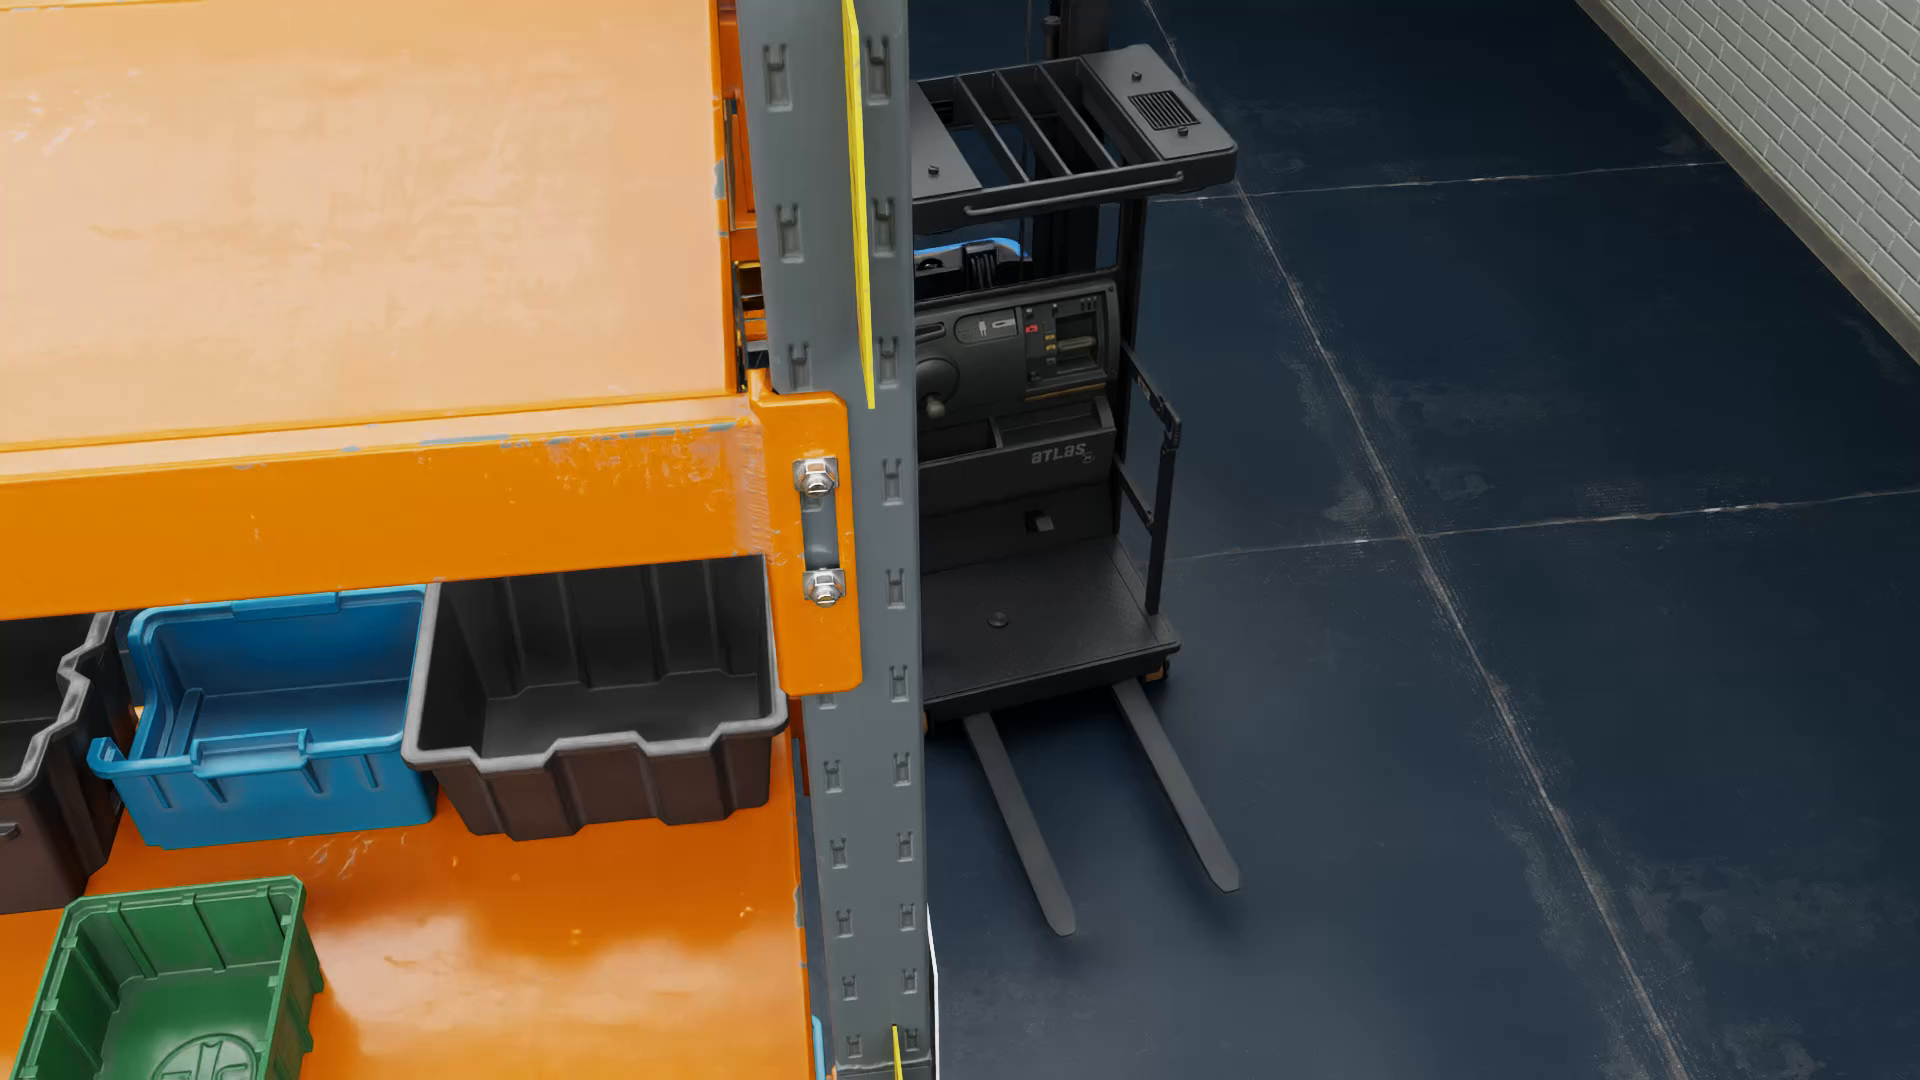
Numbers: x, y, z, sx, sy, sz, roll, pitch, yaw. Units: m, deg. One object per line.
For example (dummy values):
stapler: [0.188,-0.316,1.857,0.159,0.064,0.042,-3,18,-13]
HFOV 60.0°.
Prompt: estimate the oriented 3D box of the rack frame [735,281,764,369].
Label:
rack frame: [-0.852,-0.682,7.447,0.200,1.050,0.008,-7,33,-7]

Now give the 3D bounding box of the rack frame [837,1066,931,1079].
rack frame: [-0.165,1.486,3.578,0.127,3.000,1.000,-5,42,-6]

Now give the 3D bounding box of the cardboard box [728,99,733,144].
cardboard box: [-1.278,-1.978,7.343,0.500,0.500,0.500,-4,42,-5]

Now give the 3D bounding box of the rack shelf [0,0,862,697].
rack shelf: [-2.148,-0.152,1.751,4.000,0.370,1.077,-5,42,-6]

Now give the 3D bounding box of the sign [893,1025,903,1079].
sign: [-0.078,0.775,2.205,0.005,0.325,0.100,-5,42,-6]

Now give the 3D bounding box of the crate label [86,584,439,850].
crate label: [-1.122,0.293,2.772,0.502,0.251,0.408,-5,42,-6]

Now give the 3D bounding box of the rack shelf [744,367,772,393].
rack shelf: [-0.831,-0.609,7.351,0.215,0.259,0.240,-7,33,-7]

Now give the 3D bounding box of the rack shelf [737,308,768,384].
rack shelf: [-0.841,-0.847,7.198,0.215,0.259,0.240,-7,33,-7]

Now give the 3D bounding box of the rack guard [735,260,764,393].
rack guard: [-0.879,-0.869,8.055,0.348,0.500,1.175,-5,42,-6]

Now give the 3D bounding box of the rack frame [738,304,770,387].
rack frame: [-0.811,-0.553,7.244,0.200,1.050,0.008,-7,33,-7]

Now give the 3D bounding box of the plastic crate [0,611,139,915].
plastic crate: [-1.716,0.345,2.649,0.767,0.338,0.504,-5,42,-6]

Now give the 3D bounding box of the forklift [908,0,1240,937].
forklift: [0.209,-0.612,5.955,1.130,2.935,3.031,-12,43,-13]

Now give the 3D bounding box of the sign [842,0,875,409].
sign: [-0.078,-0.258,1.273,0.005,0.325,0.100,-5,42,-6]

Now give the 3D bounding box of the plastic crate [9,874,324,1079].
plastic crate: [-1.106,0.726,2.339,0.336,0.188,0.450,-5,42,-6]

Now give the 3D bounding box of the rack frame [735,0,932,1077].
rack frame: [-0.165,-0.742,1.569,0.127,3.000,1.000,-5,42,-6]

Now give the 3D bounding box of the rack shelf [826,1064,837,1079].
rack shelf: [-2.148,1.927,3.626,4.000,0.370,1.077,-5,42,-6]

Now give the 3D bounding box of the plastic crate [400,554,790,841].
plastic crate: [-0.583,0.269,2.785,0.590,0.269,0.497,-5,42,-6]

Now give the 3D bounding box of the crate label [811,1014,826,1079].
crate label: [-0.453,1.329,3.833,0.303,0.233,0.416,-5,42,-6]

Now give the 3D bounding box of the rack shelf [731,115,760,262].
rack shelf: [-2.787,-1.363,7.274,4.000,0.370,1.077,-5,42,-6]

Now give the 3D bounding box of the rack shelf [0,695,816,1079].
rack shelf: [-2.148,0.813,2.622,4.000,0.370,1.077,-5,42,-6]

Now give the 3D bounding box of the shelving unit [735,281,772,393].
shelving unit: [-0.832,-0.618,7.346,0.215,1.050,0.252,-7,33,-7]

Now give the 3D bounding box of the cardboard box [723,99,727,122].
cardboard box: [-1.209,-1.991,6.612,0.500,0.500,0.500,-5,42,-6]

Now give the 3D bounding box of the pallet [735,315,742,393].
pallet: [-1.669,-0.692,8.075,1.213,0.211,1.003,-5,42,-6]

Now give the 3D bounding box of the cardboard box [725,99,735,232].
cardboard box: [-1.212,-1.621,6.949,0.500,0.500,0.500,-4,42,-4]

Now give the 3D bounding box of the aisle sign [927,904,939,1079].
aisle sign: [-0.056,0.709,2.499,0.004,0.787,0.394,-5,42,-6]
